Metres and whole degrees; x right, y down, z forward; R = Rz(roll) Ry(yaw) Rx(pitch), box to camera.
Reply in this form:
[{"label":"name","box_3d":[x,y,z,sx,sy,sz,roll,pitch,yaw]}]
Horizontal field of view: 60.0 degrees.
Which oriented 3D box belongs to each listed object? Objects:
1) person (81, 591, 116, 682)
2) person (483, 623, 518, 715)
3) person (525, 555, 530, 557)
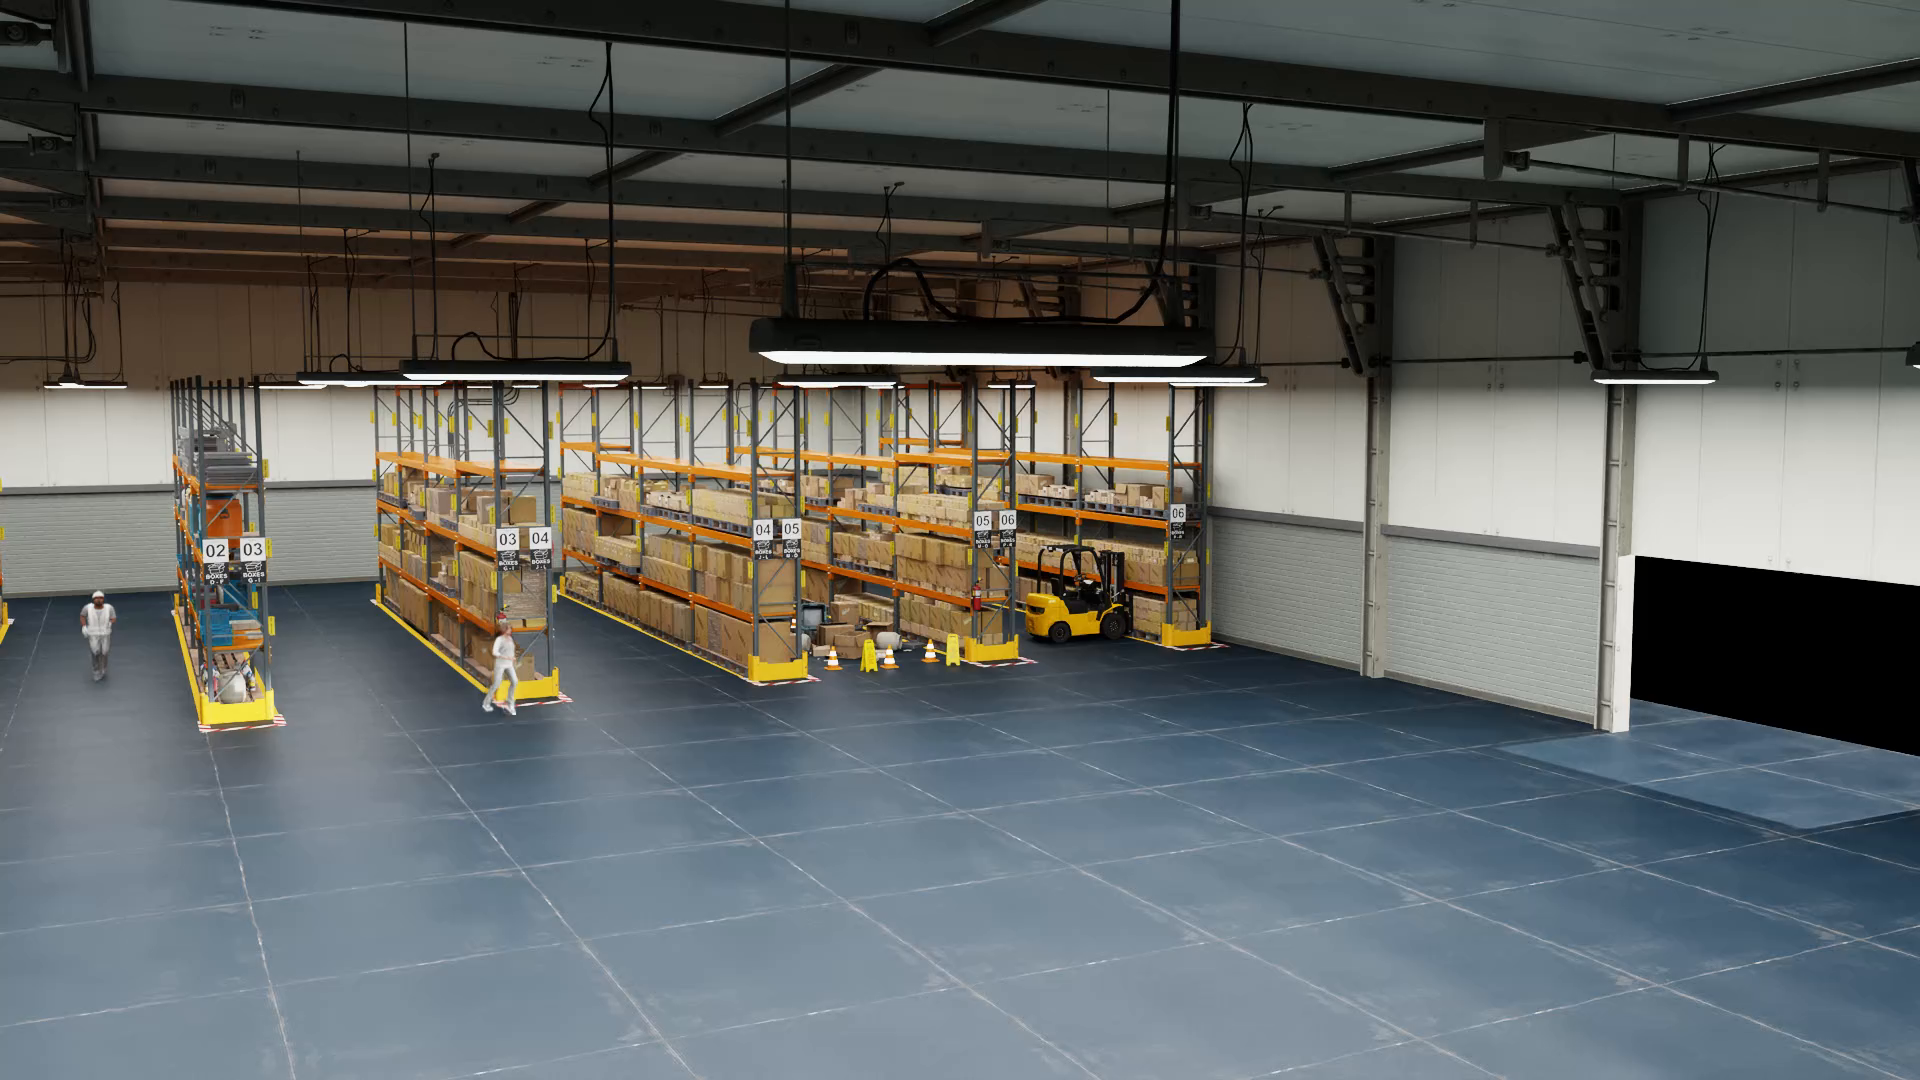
[{"label":"person","box_3d":[-17.131,1.910,33.121,0.587,1.812,0.868,-4,6,-36]},{"label":"person","box_3d":[-8.142,2.283,29.724,0.668,1.608,0.603,3,6,27]},{"label":"person","box_3d":[-12.387,0.673,47.354,0.759,1.681,0.819,1,5,15]}]
